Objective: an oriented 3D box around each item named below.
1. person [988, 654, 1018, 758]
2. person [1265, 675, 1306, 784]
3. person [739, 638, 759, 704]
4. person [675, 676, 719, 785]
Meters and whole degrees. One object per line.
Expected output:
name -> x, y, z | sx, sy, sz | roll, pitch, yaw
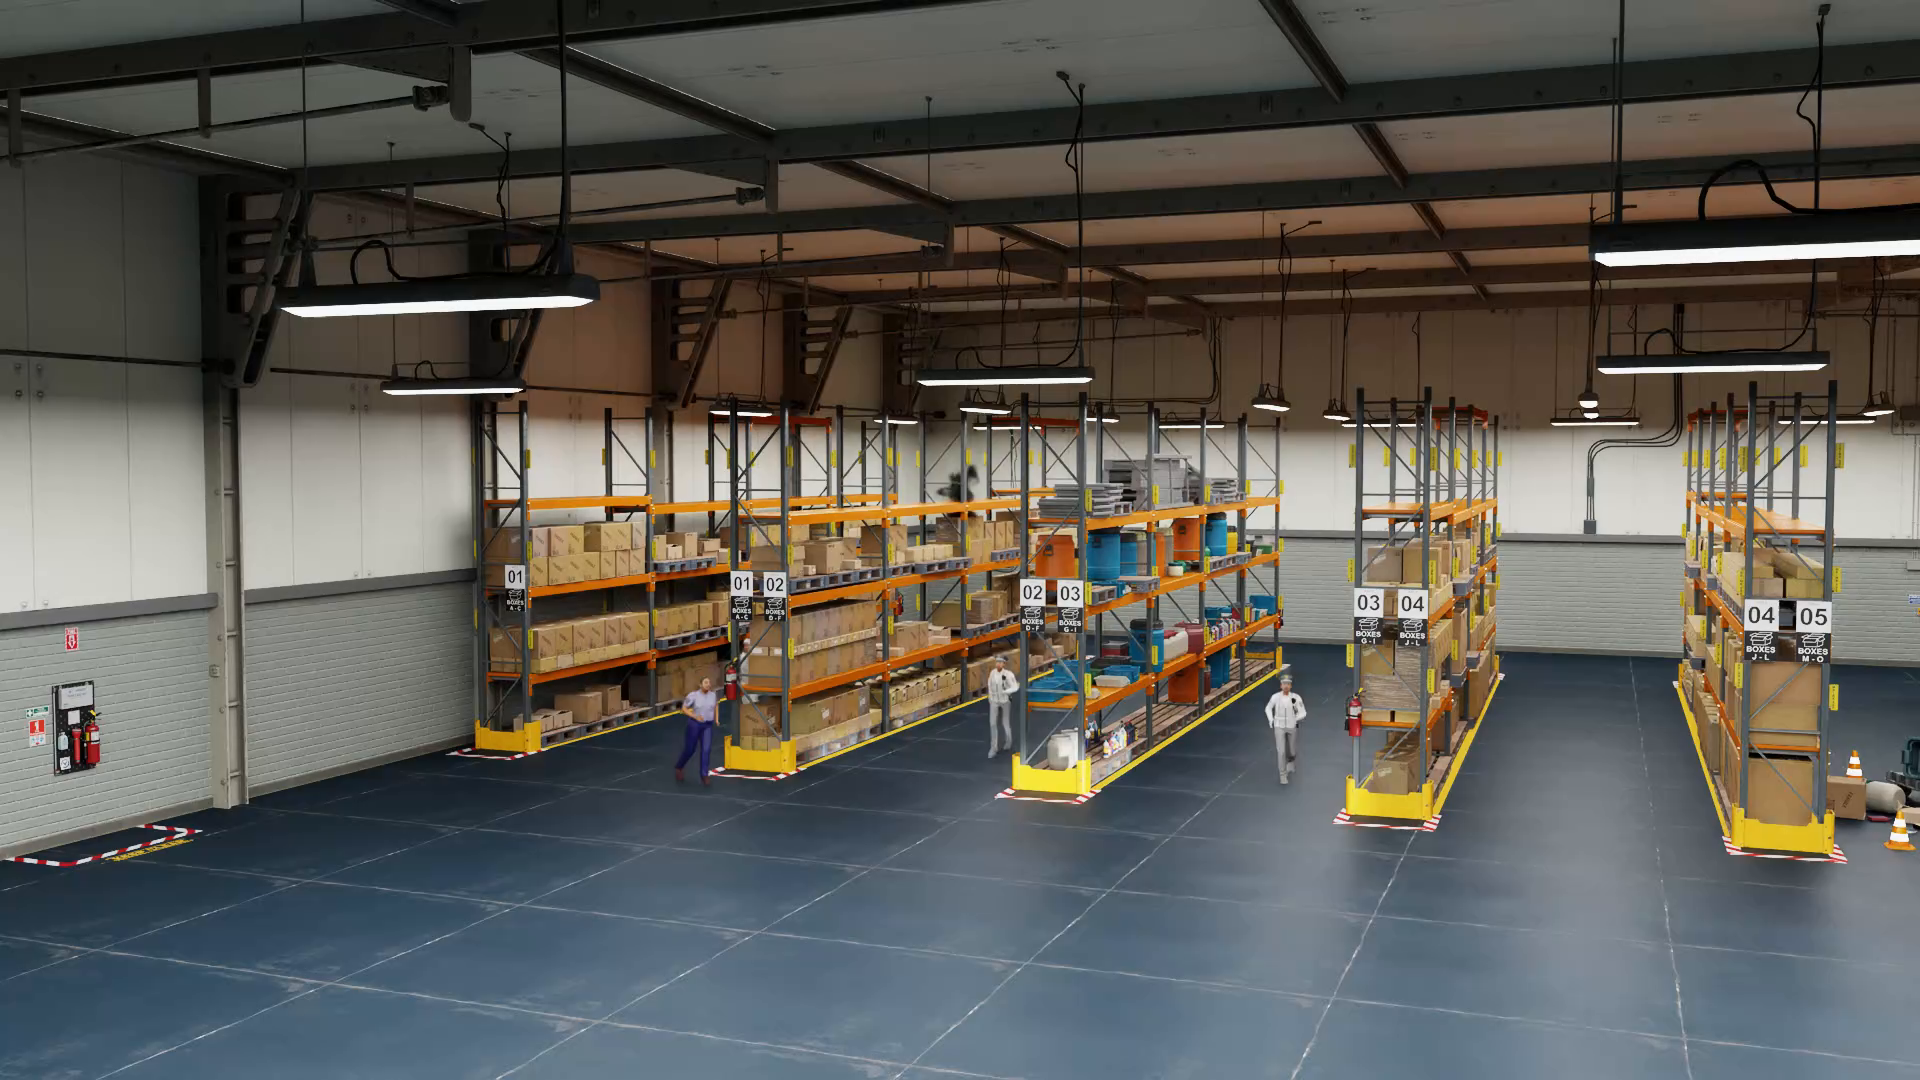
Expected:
person -> 0.710, 2.783, 28.203 | 0.605, 1.729, 0.784 | 1, 3, 18
person -> 5.045, 2.916, 25.783 | 0.625, 1.655, 0.726 | 0, 3, 10
person -> -3.764, 2.656, 29.900 | 0.643, 1.796, 0.805 | 1, 3, 14
person -> -3.984, 2.914, 25.719 | 0.658, 1.627, 0.879 | -2, 3, -30
